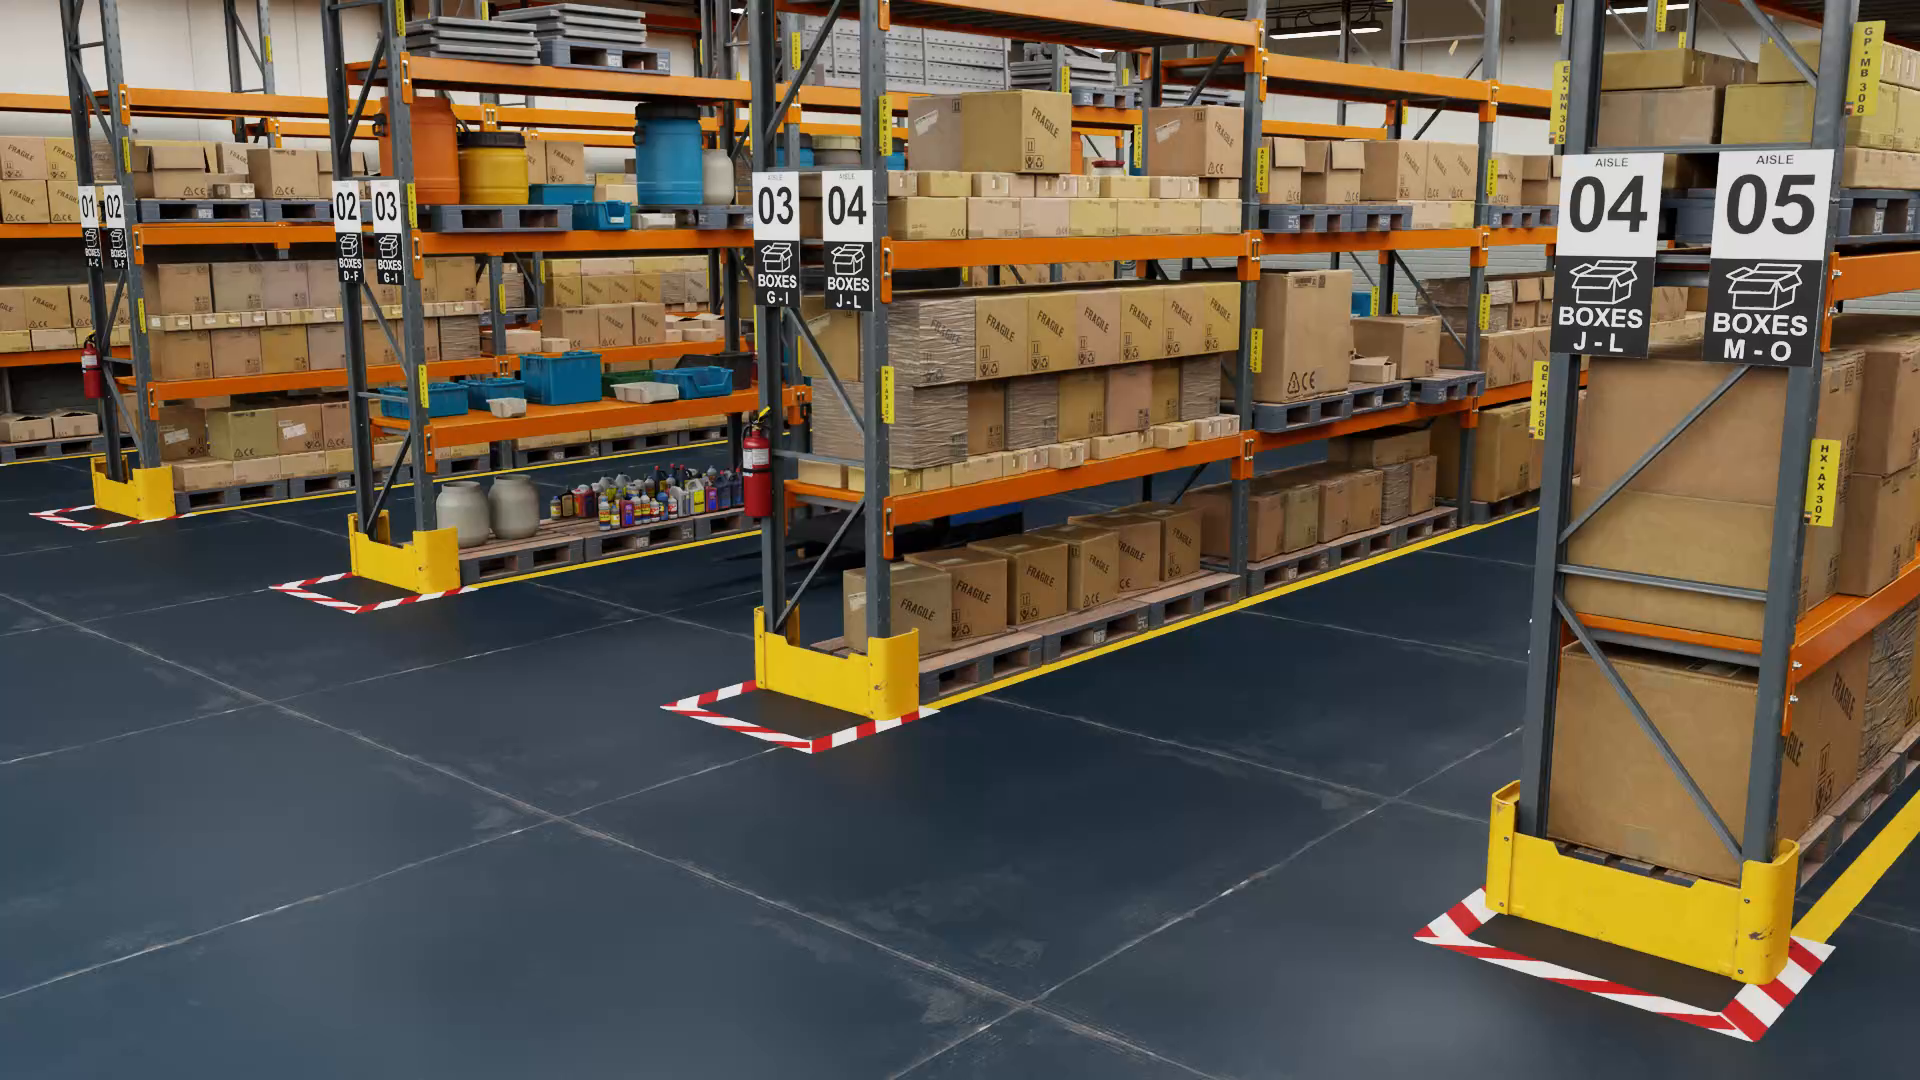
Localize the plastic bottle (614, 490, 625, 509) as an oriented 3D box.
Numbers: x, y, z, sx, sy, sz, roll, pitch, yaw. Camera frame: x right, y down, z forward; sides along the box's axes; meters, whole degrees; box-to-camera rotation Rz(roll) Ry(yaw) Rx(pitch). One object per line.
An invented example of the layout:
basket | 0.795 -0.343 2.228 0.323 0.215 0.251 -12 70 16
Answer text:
plastic bottle | -3.159 -0.362 15.425 0.097 0.201 0.097 0 11 0

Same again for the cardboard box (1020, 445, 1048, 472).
cardboard box | 0.362 -0.554 11.008 0.380 0.149 0.250 10 15 40

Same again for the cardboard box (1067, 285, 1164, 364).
cardboard box | 1.065 -1.506 11.565 0.500 0.500 0.500 10 15 40

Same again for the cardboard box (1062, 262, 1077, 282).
cardboard box | 1.538 -4.404 26.832 0.500 0.500 0.500 10 15 42

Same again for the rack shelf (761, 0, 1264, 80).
rack shelf | 0.495 -3.363 10.959 1.077 0.370 4.000 10 15 40

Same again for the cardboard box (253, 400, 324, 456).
cardboard box | -7.094 -1.187 17.570 0.500 0.500 0.500 10 15 40

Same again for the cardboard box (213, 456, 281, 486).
cardboard box | -7.416 -0.745 17.267 0.500 0.250 0.500 10 15 40

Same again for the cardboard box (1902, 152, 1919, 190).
cardboard box | 3.801 -1.549 7.001 0.380 0.149 0.250 10 15 41

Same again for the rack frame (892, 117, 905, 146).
rack frame | -1.426 -7.699 30.820 1.000 3.000 0.127 10 15 40

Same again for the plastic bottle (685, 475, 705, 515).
plastic bottle | -2.454 -0.419 15.331 0.144 0.351 0.185 10 15 40

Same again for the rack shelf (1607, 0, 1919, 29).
rack shelf | 4.154 -2.513 7.712 1.077 0.370 4.000 10 15 40

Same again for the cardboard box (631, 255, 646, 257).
cardboard box | -5.234 -4.554 27.414 0.500 0.250 0.500 9 14 38

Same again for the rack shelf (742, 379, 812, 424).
rack shelf | -0.586 -1.652 17.699 1.077 0.370 4.000 10 15 40

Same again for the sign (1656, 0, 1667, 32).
sign | 7.511 -5.617 17.812 0.100 0.325 0.005 10 15 40

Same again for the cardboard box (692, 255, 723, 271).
cardboard box | -4.183 -4.639 27.837 0.500 0.250 0.500 10 15 42

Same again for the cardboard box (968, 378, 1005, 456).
cardboard box | -0.202 -0.843 10.797 0.875 0.500 0.500 10 15 40

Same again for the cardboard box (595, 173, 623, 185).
cardboard box | -5.745 -5.559 26.386 0.700 0.500 0.500 11 16 43

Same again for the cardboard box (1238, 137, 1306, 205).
cardboard box | 2.199 -2.854 12.886 0.797 0.503 0.637 9 14 38

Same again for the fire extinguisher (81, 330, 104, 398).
fire extinguisher | -8.691 -1.768 16.639 0.296 0.674 0.183 10 15 40

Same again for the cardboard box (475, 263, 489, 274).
cardboard box | -7.114 -4.059 24.878 0.380 0.149 0.250 7 13 31

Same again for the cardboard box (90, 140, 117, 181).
cardboard box | -10.868 -4.744 20.828 0.500 0.500 0.500 10 15 40

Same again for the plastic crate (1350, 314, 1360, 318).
plastic crate | 5.613 -3.233 24.296 0.396 0.136 0.243 10 15 40

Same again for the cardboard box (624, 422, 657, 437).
cardboard box | -4.157 -1.463 20.862 0.500 0.250 0.500 10 15 41

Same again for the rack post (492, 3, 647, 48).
rack post | -3.291 -4.316 14.076 0.937 0.300 0.954 9 15 39

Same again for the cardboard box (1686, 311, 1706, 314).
cardboard box | 9.280 -2.728 20.872 0.500 0.250 0.500 9 15 39

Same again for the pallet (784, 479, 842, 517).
pallet | -1.416 -0.463 17.032 1.003 0.211 1.213 10 15 40

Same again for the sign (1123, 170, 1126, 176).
sign | 2.701 -5.947 27.449 0.100 0.325 0.005 10 15 40

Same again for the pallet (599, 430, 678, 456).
pallet | -4.362 -1.278 21.108 1.003 0.211 1.213 10 15 40

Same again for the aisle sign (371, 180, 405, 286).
aisle sign | -4.374 -2.348 12.711 0.394 0.787 0.004 10 15 40

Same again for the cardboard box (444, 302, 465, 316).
cardboard box | -5.807 -2.615 18.771 0.380 0.149 0.250 9 15 39

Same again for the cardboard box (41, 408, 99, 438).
cardboard box | -11.087 -1.474 20.713 0.500 0.311 0.500 -11 15 -43

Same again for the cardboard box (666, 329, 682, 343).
cardboard box | -3.783 -2.622 21.359 0.250 0.149 0.380 -11 16 -43

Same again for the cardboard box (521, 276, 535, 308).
cardboard box | -6.593 -3.888 25.992 0.500 0.500 0.500 10 15 41

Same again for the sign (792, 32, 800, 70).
sign | -1.500 -4.477 15.224 0.100 0.325 0.005 10 15 40

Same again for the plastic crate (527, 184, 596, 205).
plastic crate | -3.514 -2.904 14.516 0.392 0.384 0.575 10 15 40

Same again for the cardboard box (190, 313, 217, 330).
cardboard box | -7.671 -2.199 16.690 0.380 0.149 0.250 9 15 39

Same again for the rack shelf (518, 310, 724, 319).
rack shelf | -5.387 -3.521 27.058 1.077 0.370 4.000 10 15 40

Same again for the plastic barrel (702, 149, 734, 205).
plastic barrel | -2.338 -3.404 15.619 0.421 0.512 0.421 0 11 0

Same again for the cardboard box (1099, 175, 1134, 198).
cardboard box | 0.951 -2.383 11.230 0.380 0.149 0.250 11 16 43

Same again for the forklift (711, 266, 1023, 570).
forklift | -0.765 -1.245 13.999 1.130 2.935 3.031 9 15 39

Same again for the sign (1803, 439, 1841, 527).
sign | 3.246 -0.216 6.261 0.100 0.325 0.005 10 15 40

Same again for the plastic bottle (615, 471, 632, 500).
plastic bottle | -3.155 -0.472 15.593 0.144 0.351 0.185 10 15 40

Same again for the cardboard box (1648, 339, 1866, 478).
cardboard box | 3.401 -0.571 7.310 0.875 0.550 0.550 10 15 40

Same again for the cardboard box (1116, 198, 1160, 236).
cardboard box | 1.025 -2.215 11.408 0.500 0.250 0.500 10 15 40

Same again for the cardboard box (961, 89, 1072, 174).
cardboard box | 0.357 -2.576 10.539 0.500 0.500 0.500 10 15 40

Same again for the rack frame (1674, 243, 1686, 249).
rack frame | 9.736 -2.836 21.788 1.000 3.000 0.127 10 15 40

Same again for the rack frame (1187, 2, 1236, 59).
rack frame | 3.375 -5.829 21.460 1.000 3.000 0.127 10 15 40

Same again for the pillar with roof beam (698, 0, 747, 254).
pillar with roof beam | -1.021 -6.768 26.162 9.100 9.000 0.548 10 15 40

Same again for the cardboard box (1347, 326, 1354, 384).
cardboard box | 2.890 -1.594 14.234 0.637 0.503 0.797 -10 15 -42

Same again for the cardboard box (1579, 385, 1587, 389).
cardboard box | 6.688 -1.314 18.524 1.225 0.875 0.875 10 15 41

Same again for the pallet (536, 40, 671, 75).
pallet | -3.234 -4.058 14.097 1.003 0.211 1.213 10 15 40

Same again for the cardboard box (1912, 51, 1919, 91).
cardboard box | 3.795 -1.939 6.917 0.380 0.149 0.250 10 15 41

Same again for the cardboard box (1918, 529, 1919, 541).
cardboard box | 4.893 -0.348 8.950 0.875 0.550 0.550 10 15 40

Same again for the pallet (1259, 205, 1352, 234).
pallet | 2.302 -2.526 13.059 1.213 0.211 1.003 10 15 40
